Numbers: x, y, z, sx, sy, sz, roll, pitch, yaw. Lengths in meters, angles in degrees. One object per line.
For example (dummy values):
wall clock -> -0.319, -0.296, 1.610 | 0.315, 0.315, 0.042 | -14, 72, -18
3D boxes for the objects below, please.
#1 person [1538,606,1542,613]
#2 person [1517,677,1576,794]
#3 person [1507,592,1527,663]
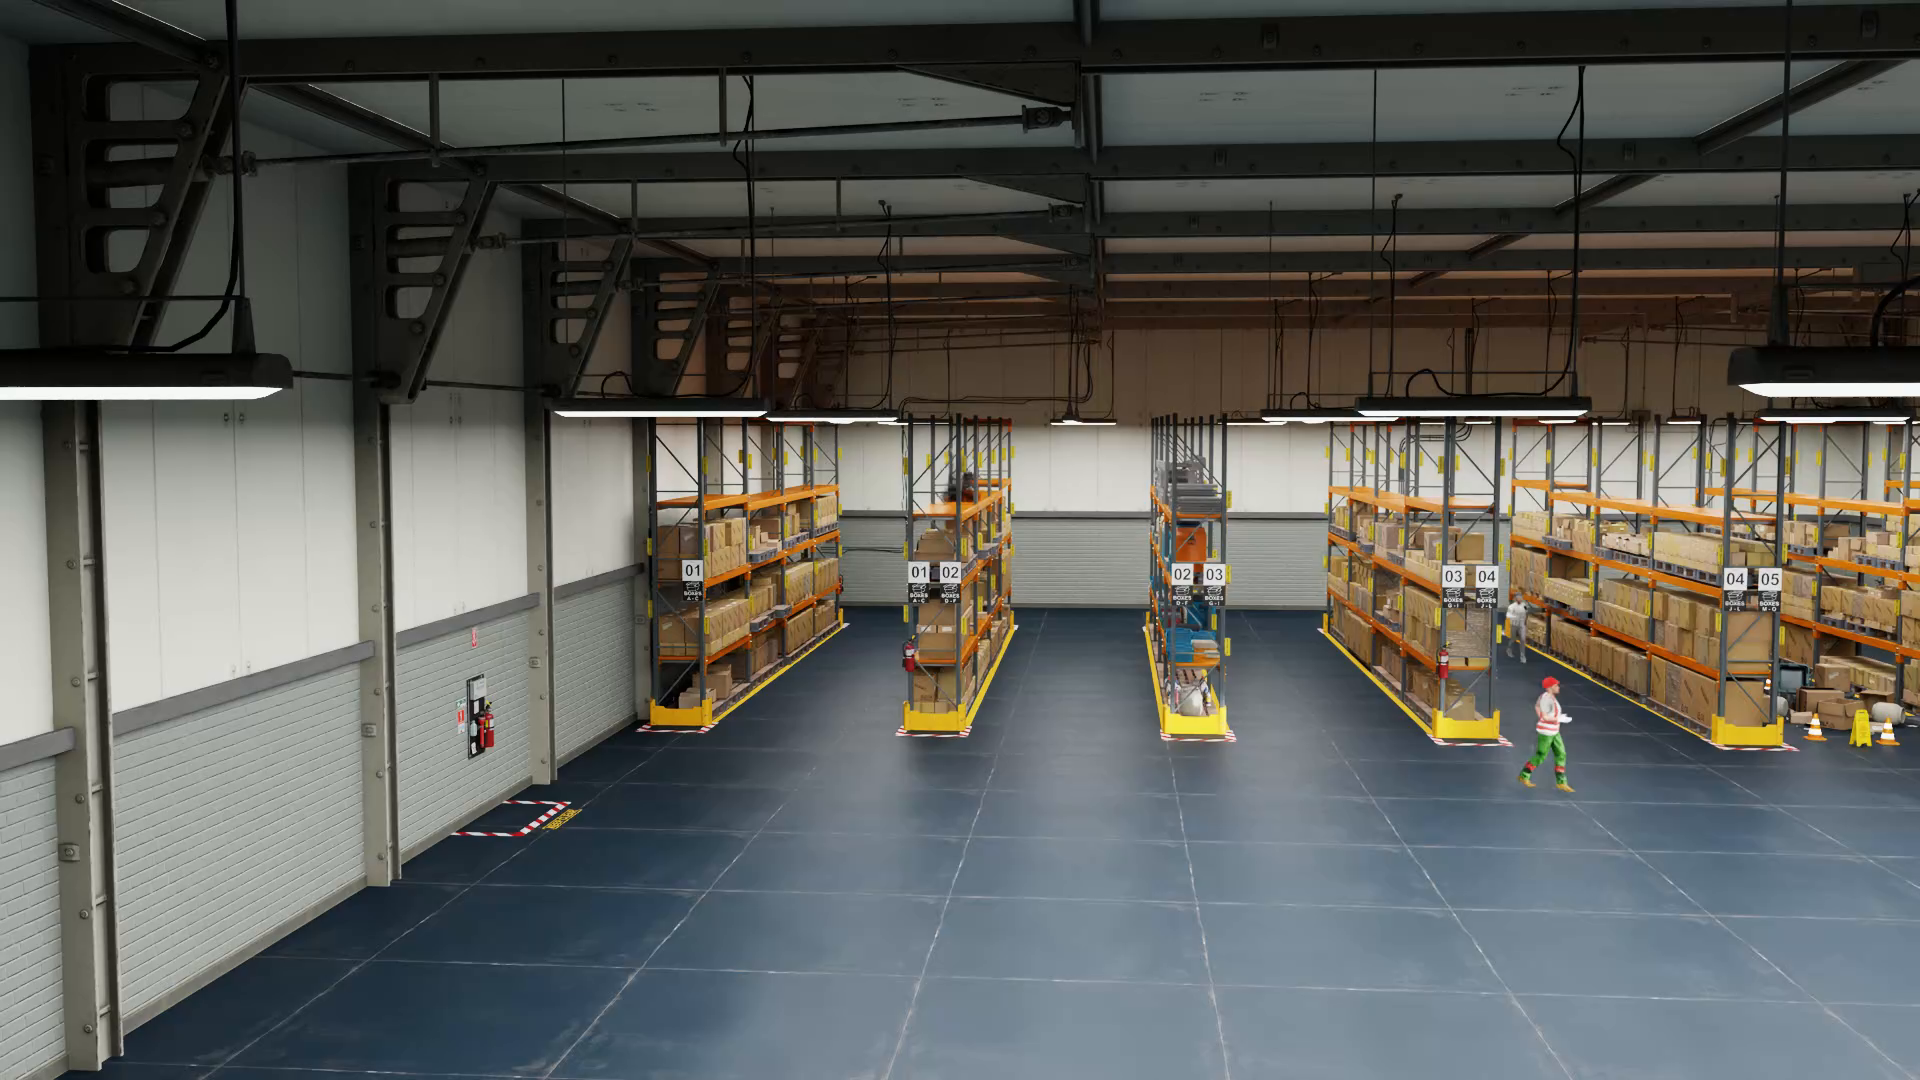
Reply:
person -> 16.640, 1.769, 47.282 | 0.564, 1.571, 0.703 | 3, 5, 38
person -> 9.228, 3.057, 26.150 | 0.870, 1.816, 0.636 | 3, 5, 35
person -> 13.704, 2.119, 40.889 | 0.574, 1.707, 0.896 | 0, 4, 1
